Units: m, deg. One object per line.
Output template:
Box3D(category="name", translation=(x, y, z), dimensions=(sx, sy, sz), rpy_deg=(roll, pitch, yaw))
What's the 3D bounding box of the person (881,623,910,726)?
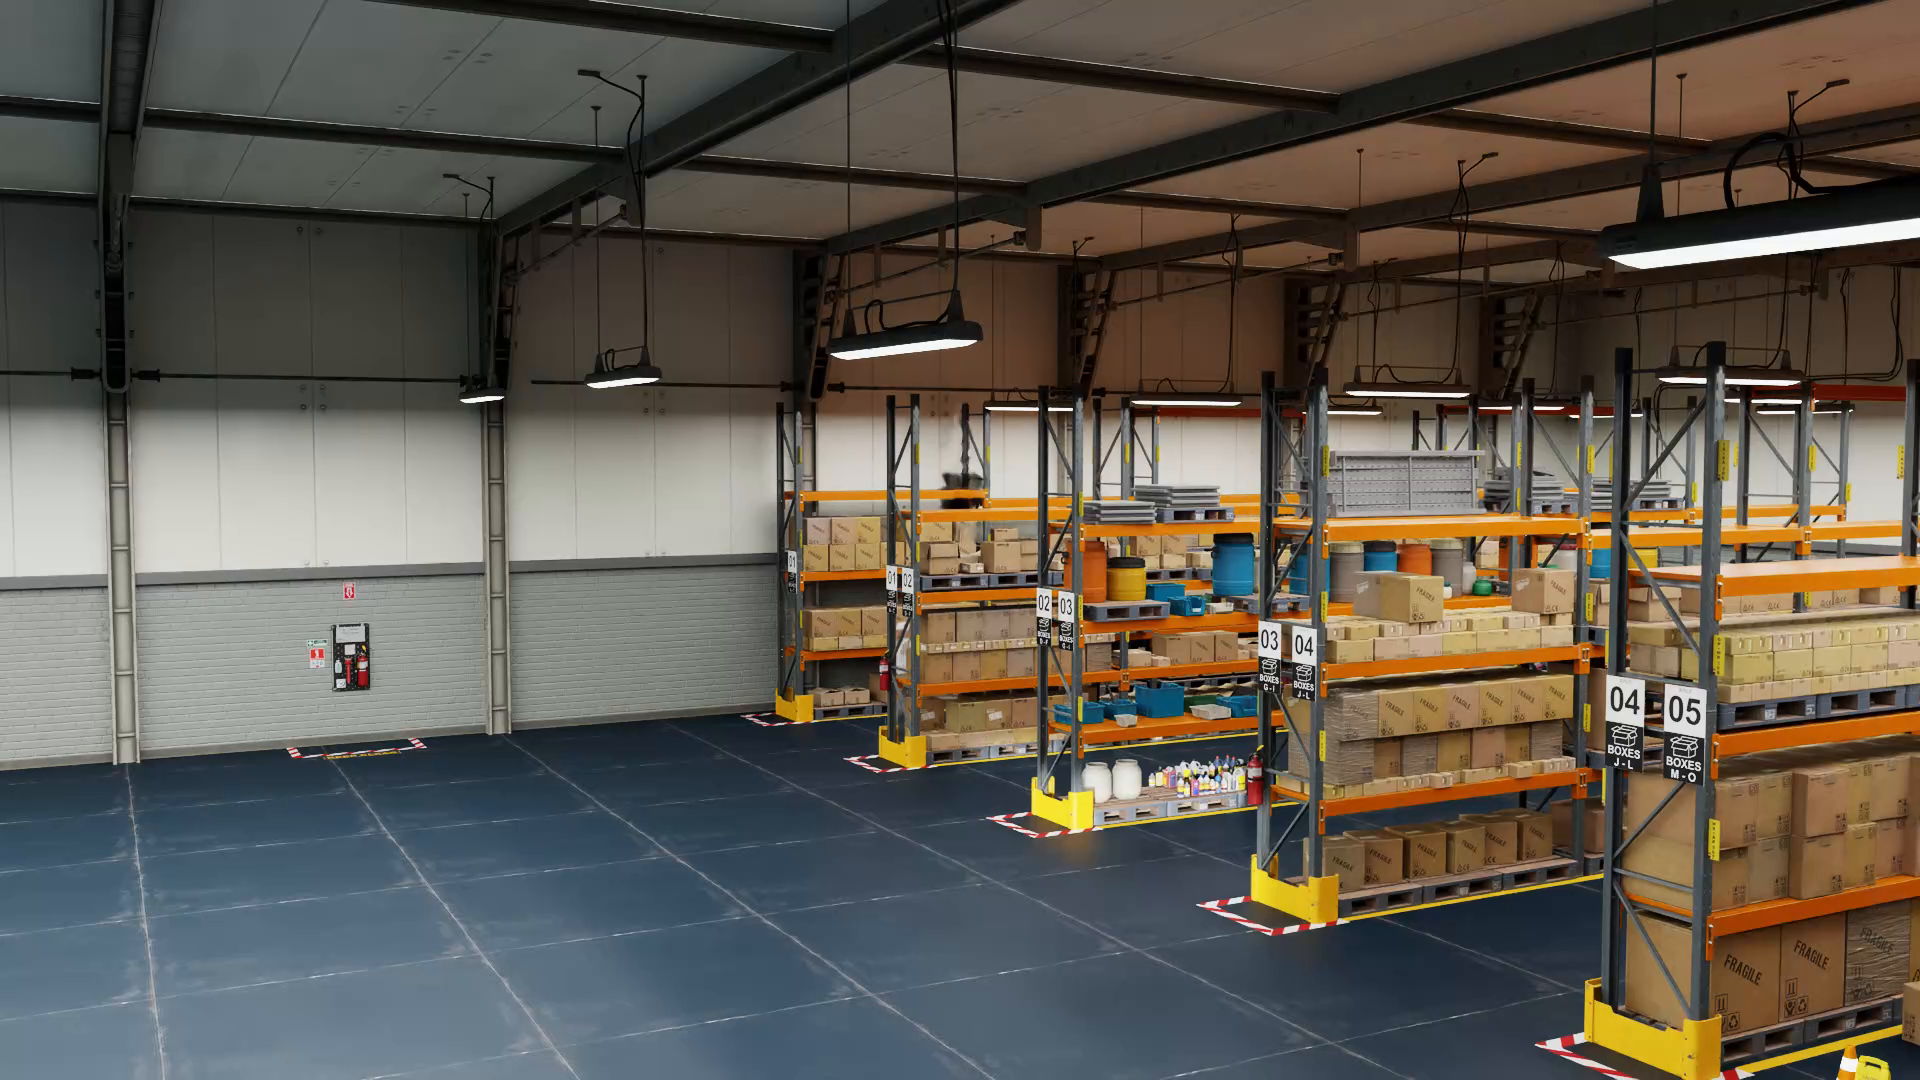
Box3D(category="person", translation=(-1.039, 2.362, 29.158), dimensions=(0.797, 1.830, 0.681), rpy_deg=(-2, 4, -31))
